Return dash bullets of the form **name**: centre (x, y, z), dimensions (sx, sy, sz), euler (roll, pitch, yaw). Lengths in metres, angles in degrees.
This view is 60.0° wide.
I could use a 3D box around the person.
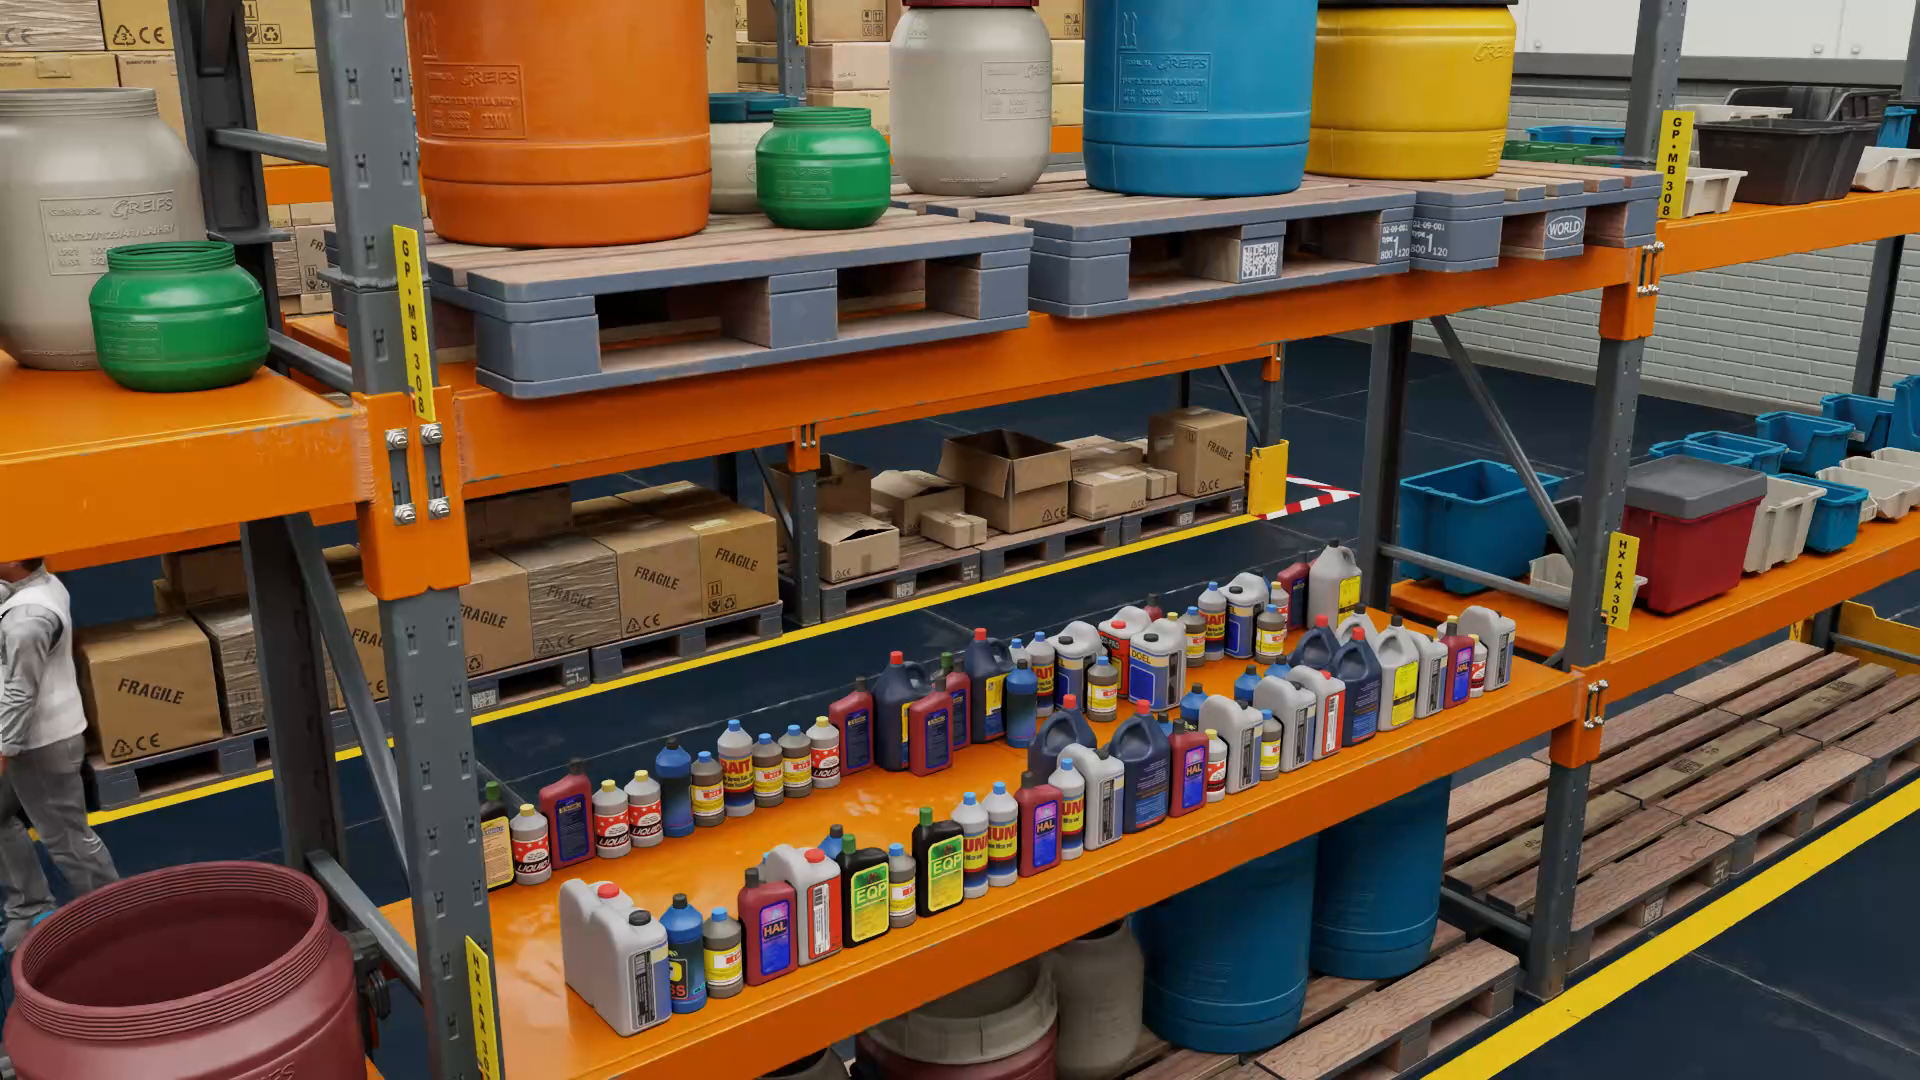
- **person**: centre (-3.459, 0.801, 6.180), dimensions (0.515, 1.464, 0.448), euler (-10, 20, -28)
